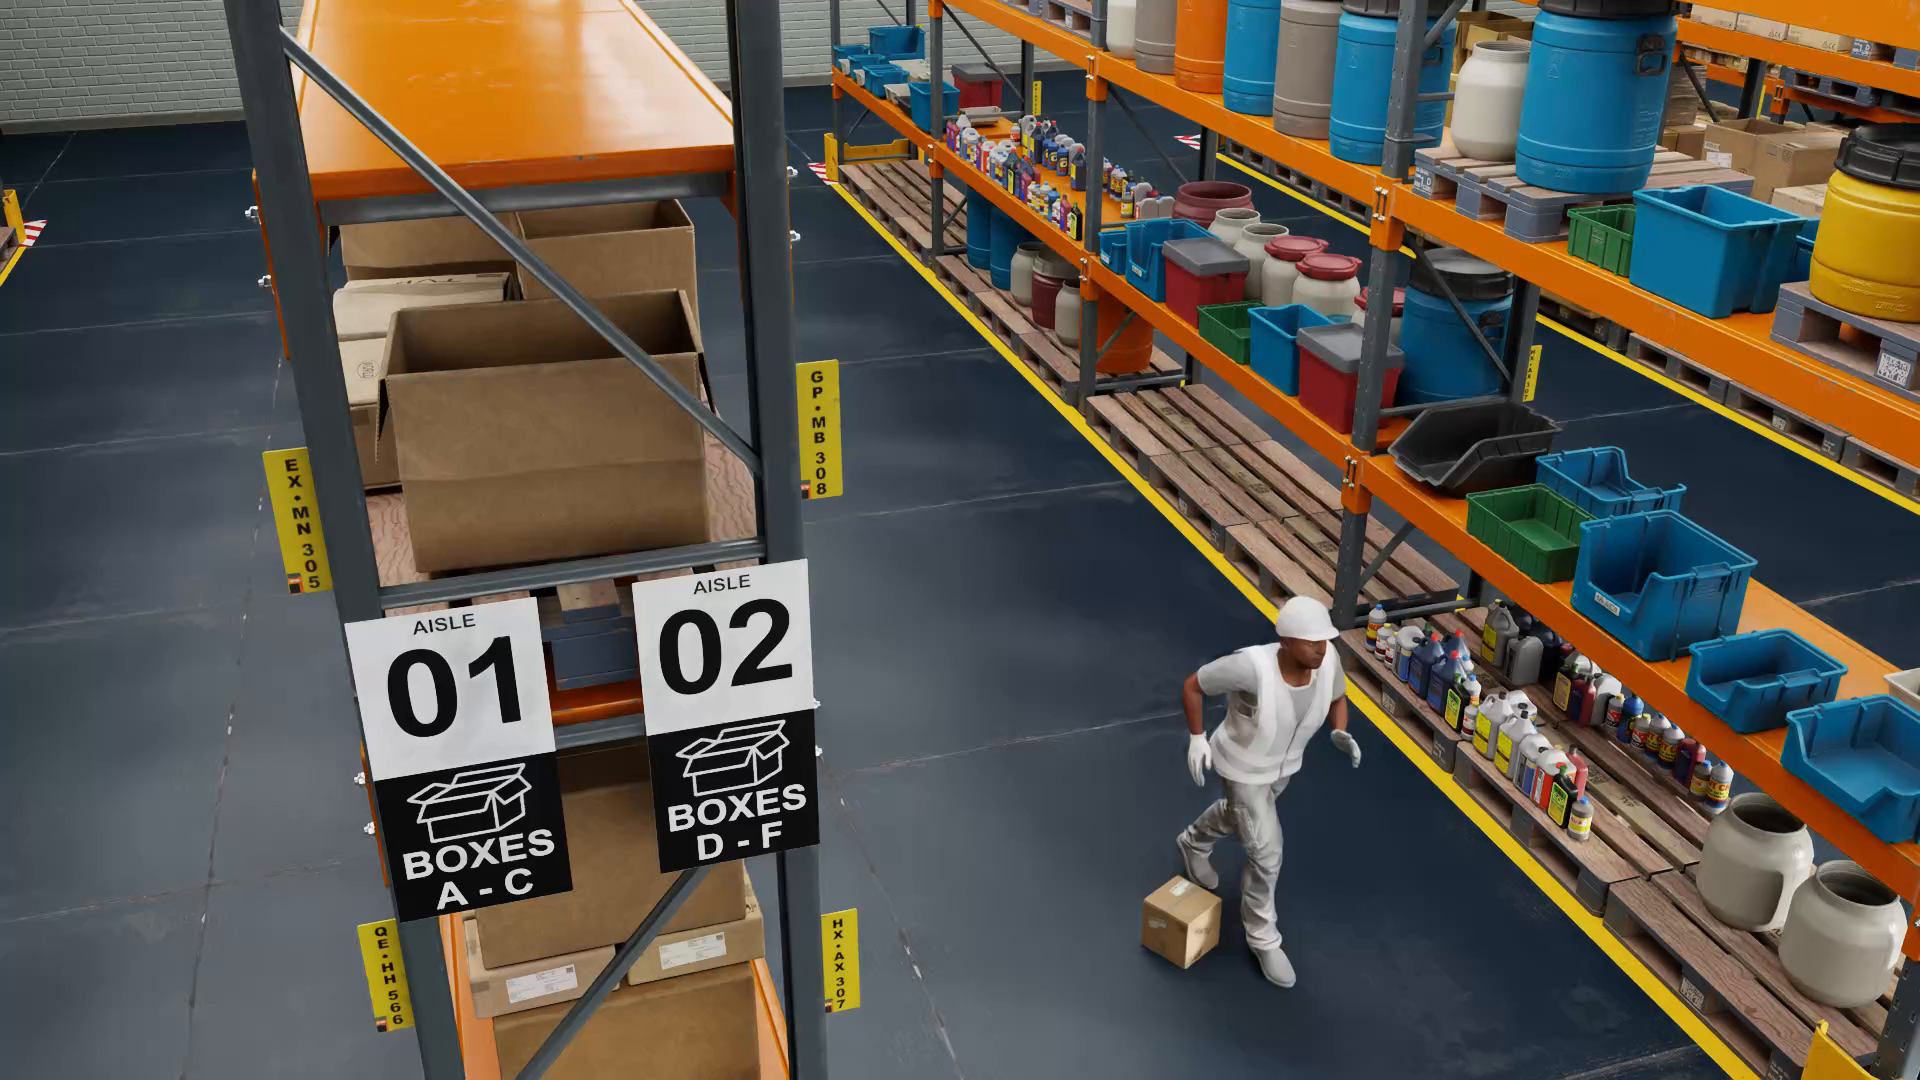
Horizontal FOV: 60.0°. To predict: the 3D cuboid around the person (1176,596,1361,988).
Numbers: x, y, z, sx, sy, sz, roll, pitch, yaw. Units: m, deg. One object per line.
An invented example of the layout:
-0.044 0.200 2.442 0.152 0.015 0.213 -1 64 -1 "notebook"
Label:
1.262 0.956 7.149 0.711 1.757 0.988 -16 30 -29 "person"
